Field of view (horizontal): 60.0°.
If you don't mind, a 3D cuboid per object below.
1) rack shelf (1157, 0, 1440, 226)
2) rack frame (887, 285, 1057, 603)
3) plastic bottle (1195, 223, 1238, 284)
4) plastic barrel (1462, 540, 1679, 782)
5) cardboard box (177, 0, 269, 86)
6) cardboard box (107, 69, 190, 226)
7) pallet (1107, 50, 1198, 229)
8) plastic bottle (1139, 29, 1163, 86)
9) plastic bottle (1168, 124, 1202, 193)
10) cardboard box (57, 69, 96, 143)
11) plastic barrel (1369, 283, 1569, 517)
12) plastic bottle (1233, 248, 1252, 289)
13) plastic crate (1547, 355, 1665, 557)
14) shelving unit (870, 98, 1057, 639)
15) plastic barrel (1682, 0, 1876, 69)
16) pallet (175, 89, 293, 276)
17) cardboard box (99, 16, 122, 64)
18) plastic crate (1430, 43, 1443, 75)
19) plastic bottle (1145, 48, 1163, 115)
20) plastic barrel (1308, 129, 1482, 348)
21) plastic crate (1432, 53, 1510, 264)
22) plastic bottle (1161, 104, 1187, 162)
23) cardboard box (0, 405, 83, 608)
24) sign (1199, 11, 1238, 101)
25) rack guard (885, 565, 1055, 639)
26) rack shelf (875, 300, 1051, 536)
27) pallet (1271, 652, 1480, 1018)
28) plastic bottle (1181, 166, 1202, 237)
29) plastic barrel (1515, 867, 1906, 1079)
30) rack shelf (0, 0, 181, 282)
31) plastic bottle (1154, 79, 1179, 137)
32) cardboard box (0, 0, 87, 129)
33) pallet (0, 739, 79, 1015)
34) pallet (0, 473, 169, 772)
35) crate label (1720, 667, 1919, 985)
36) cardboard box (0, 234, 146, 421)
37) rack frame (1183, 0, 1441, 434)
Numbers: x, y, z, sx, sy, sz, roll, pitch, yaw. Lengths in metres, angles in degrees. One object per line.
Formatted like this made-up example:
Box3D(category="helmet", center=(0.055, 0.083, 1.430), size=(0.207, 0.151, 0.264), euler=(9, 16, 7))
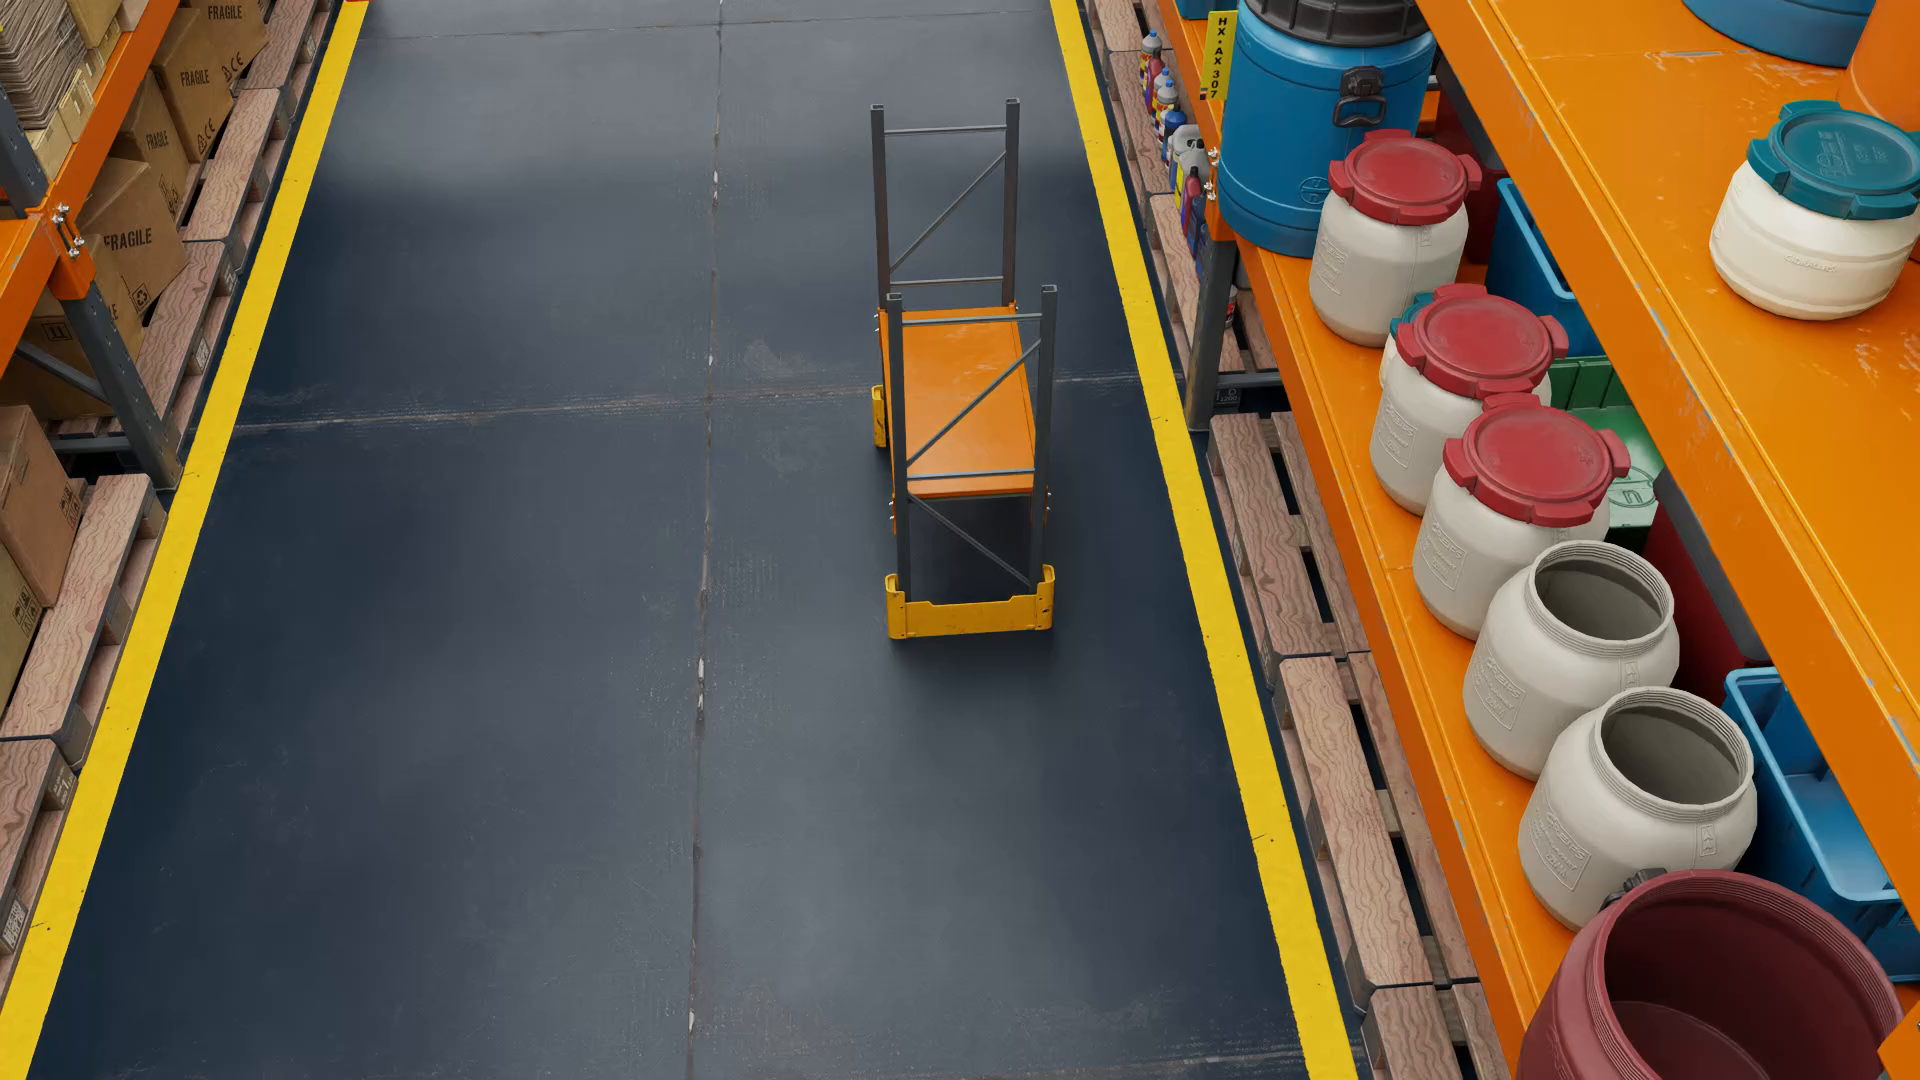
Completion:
Box3D(category="rack shelf", center=(1.240, -2.732, 7.267), size=(1.077, 0.370, 4.000), euler=(-3, 47, -3))
Box3D(category="rack frame", center=(0.035, -0.210, 5.416), size=(0.500, 1.500, 0.032), euler=(-3, 47, -3))
Box3D(category="plastic bottle", center=(1.066, -1.221, 6.862), size=(0.144, 0.351, 0.185), euler=(-5, 47, -4))
Box3D(category="plastic barrel", center=(1.408, 0.287, 3.835), size=(0.421, 0.512, 0.421), euler=(0, 47, 0))
Box3D(category="cardboard box", center=(-3.744, -2.527, 8.010), size=(0.500, 0.500, 0.500), euler=(8, 47, 7))
Box3D(category="cardboard box", center=(-3.708, -1.666, 7.195), size=(0.500, 0.500, 0.500), euler=(-7, 47, -7))
Box3D(category="pallet", center=(1.287, -1.947, 7.948), size=(1.003, 0.211, 1.213), euler=(-3, 47, -3))
Box3D(category="plastic bottle", center=(0.913, -2.309, 7.947), size=(0.097, 0.271, 0.097), euler=(0, 47, 0))
Box3D(category="plastic bottle", center=(1.013, -1.686, 7.354), size=(0.152, 0.276, 0.135), euler=(-3, 47, -3))
Box3D(category="cardboard box", center=(-3.255, -1.500, 5.778), size=(0.380, 0.149, 0.250), euler=(-3, 47, -3))
Box3D(category="plastic barrel", center=(1.330, -0.343, 4.415), size=(0.433, 0.535, 0.433), euler=(0, 47, 0))
Box3D(category="plastic bottle", center=(1.209, -1.230, 6.870), size=(0.144, 0.351, 0.185), euler=(-3, 47, -3))
Box3D(category="plastic crate", center=(1.834, -0.217, 4.535), size=(0.450, 0.188, 0.662), euler=(-3, 47, -3))
Box3D(category="shelving unit", center=(-0.006, -0.571, 5.758), size=(0.587, 1.500, 1.083), euler=(-3, 47, -3))
Box3D(category="plastic barrel", center=(1.775, -1.435, 3.132), size=(0.600, 0.901, 0.708), euler=(-3, 47, -3))
Box3D(category="pallet", center=(-3.725, -1.641, 7.659), size=(1.003, 0.211, 1.213), euler=(-3, 47, -3))
Box3D(category="cardboard box", center=(-3.334, -1.860, 6.119), size=(0.380, 0.149, 0.250), euler=(-3, 47, -3))
Box3D(category="plastic crate", center=(1.490, -1.898, 6.024), size=(0.767, 0.338, 0.504), euler=(-3, 47, -3))
Box3D(category="plastic bottle", center=(0.914, -2.148, 7.786), size=(0.061, 0.283, 0.133), euler=(-3, 47, -3))
Box3D(category="plastic barrel", center=(1.268, -0.874, 4.918), size=(0.433, 0.535, 0.433), euler=(0, 47, 0))
Box3D(category="plastic crate", center=(1.752, -1.223, 5.298), size=(0.402, 0.464, 0.583), euler=(-3, 47, -3))
Box3D(category="plastic bottle", center=(0.967, -1.842, 7.505), size=(0.097, 0.271, 0.097), euler=(0, 47, 0))
Box3D(category="cardboard box", center=(-3.499, -0.078, 5.676), size=(0.700, 0.500, 0.500), euler=(-7, 47, -6))
Box3D(category="sign", center=(0.858, -1.602, 5.511), size=(0.100, 0.325, 0.005), euler=(-3, 47, -3))
Box3D(category="rack guard", center=(0.035, 0.219, 5.870), size=(0.587, 0.250, 0.087), euler=(-3, 47, -3))
Box3D(category="rack shelf", center=(-0.007, -0.454, 5.895), size=(0.538, 0.185, 1.000), euler=(-3, 47, -3))
Box3D(category="pallet", center=(1.617, 0.877, 5.274), size=(1.003, 0.211, 1.213), euler=(-3, 47, -3))
Box3D(category="plastic bottle", center=(0.995, -1.452, 7.127), size=(0.061, 0.283, 0.133), euler=(-1, 47, -1))
Box3D(category="plastic barrel", center=(1.401, 0.998, 3.146), size=(0.600, 0.536, 0.708), euler=(-3, 47, -3))
Box3D(category="rack shelf", center=(-3.696, -2.431, 6.982), size=(1.077, 0.370, 4.000), euler=(-3, 47, -3))
Box3D(category="plastic bottle", center=(0.950, -1.988, 7.643), size=(0.097, 0.271, 0.097), euler=(0, 47, 0))
Box3D(category="cardboard box", center=(-3.505, -1.697, 5.518), size=(0.875, 0.500, 0.500), euler=(-3, 47, -3))
Box3D(category="pallet", center=(-3.357, 1.175, 4.991), size=(1.003, 0.211, 1.213), euler=(-3, 47, -3))
Box3D(category="pallet", center=(-3.462, 0.291, 5.829), size=(1.003, 0.211, 1.213), euler=(-3, 47, -3))
Box3D(category="crate label", center=(1.928, 0.614, 3.578), size=(0.502, 0.435, 0.616), euler=(-3, 47, -3))
Box3D(category="cardboard box", center=(-3.522, -0.808, 6.382), size=(0.500, 0.500, 0.500), euler=(-5, 47, -5))
Box3D(category="rack frame", center=(1.407, -1.532, 5.635), size=(1.000, 3.000, 0.127), euler=(-3, 47, -3))
